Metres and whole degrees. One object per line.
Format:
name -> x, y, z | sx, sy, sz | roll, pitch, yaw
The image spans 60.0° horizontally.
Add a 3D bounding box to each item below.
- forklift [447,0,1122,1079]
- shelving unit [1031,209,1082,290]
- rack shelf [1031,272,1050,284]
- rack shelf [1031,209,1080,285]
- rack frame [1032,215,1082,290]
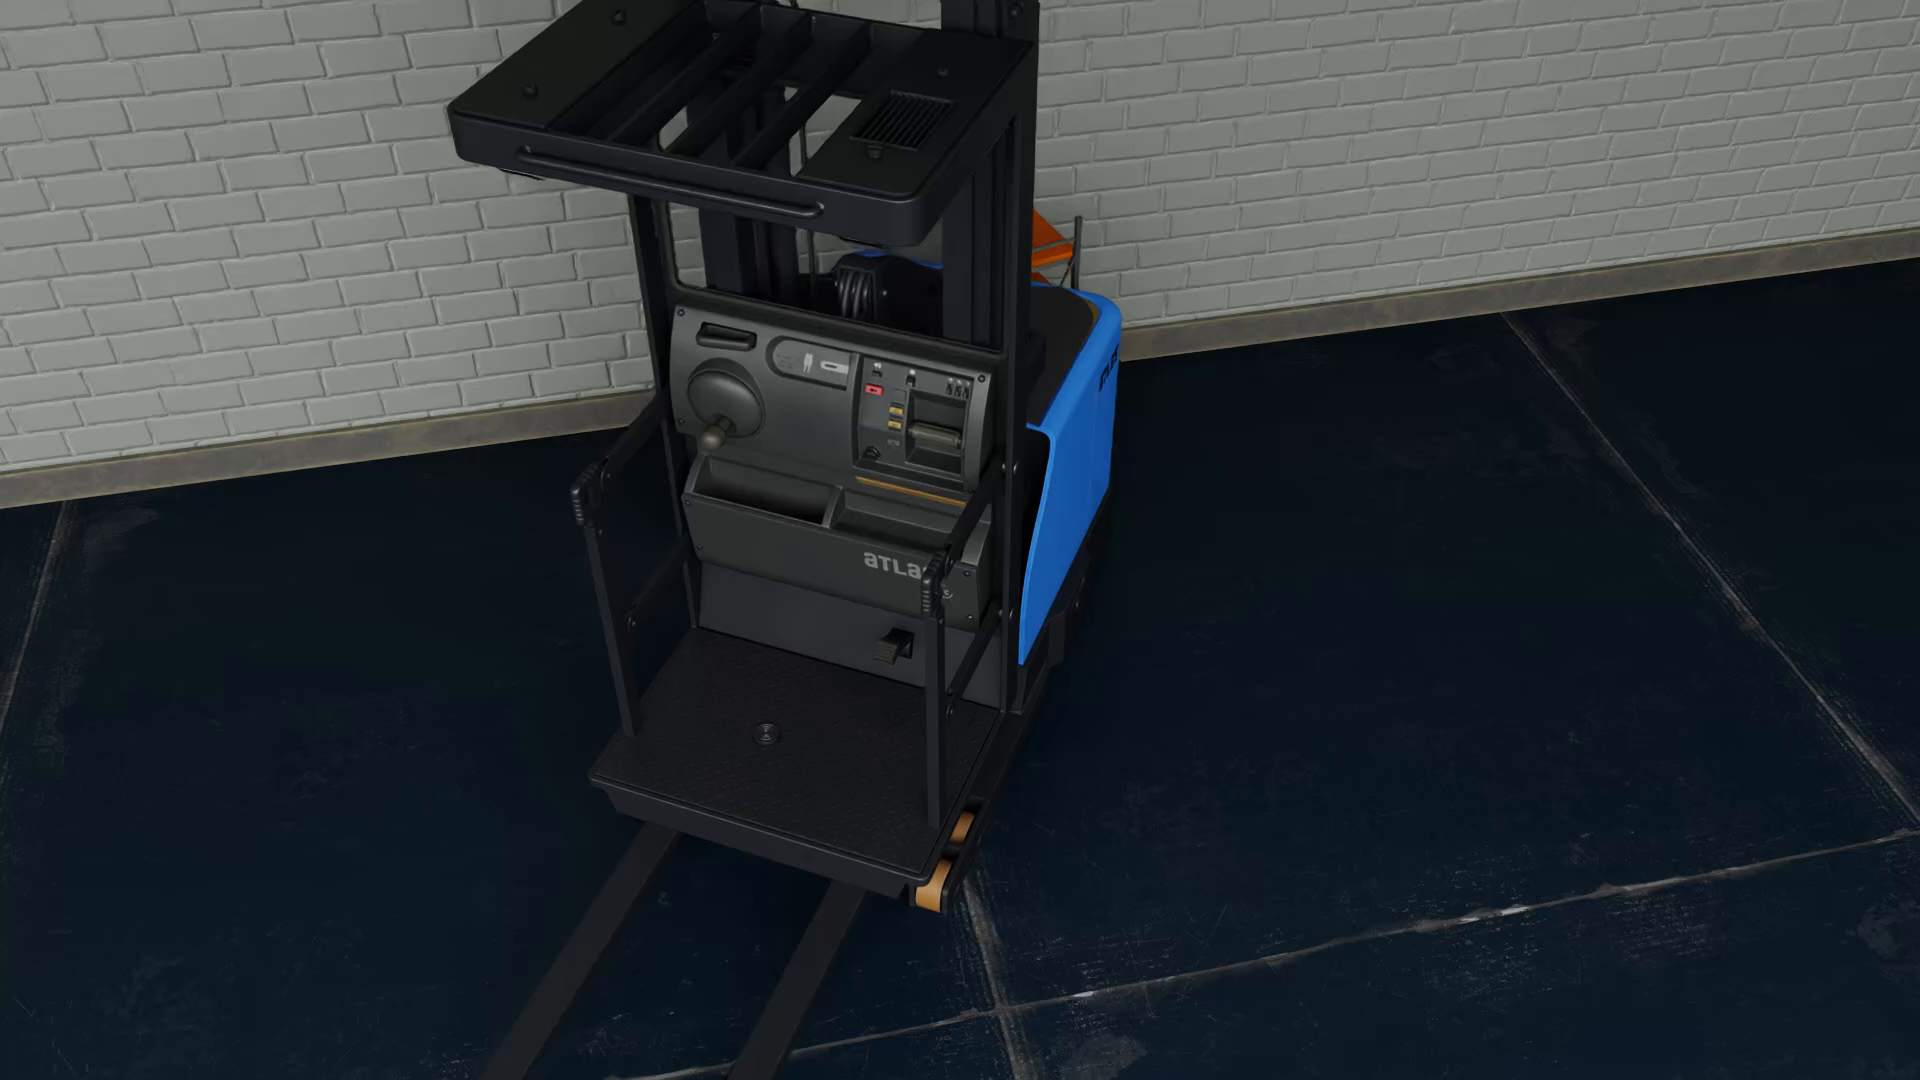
forklift -> -0.437, -0.298, 4.378 | 1.130, 2.935, 3.031 | 14, 43, 15
shelving unit -> 0.197, -0.768, 6.211 | 0.258, 1.200, 0.503 | -19, 45, -20
rack shelf -> 0.197, -0.885, 6.107 | 0.258, 0.148, 0.480 | -19, 45, -20
rack shelf -> 0.197, -1.062, 5.950 | 0.258, 0.148, 0.480 | -19, 45, -20
rack frame -> 0.309, -0.624, 6.049 | 0.240, 1.200, 0.015 | -19, 45, -20
